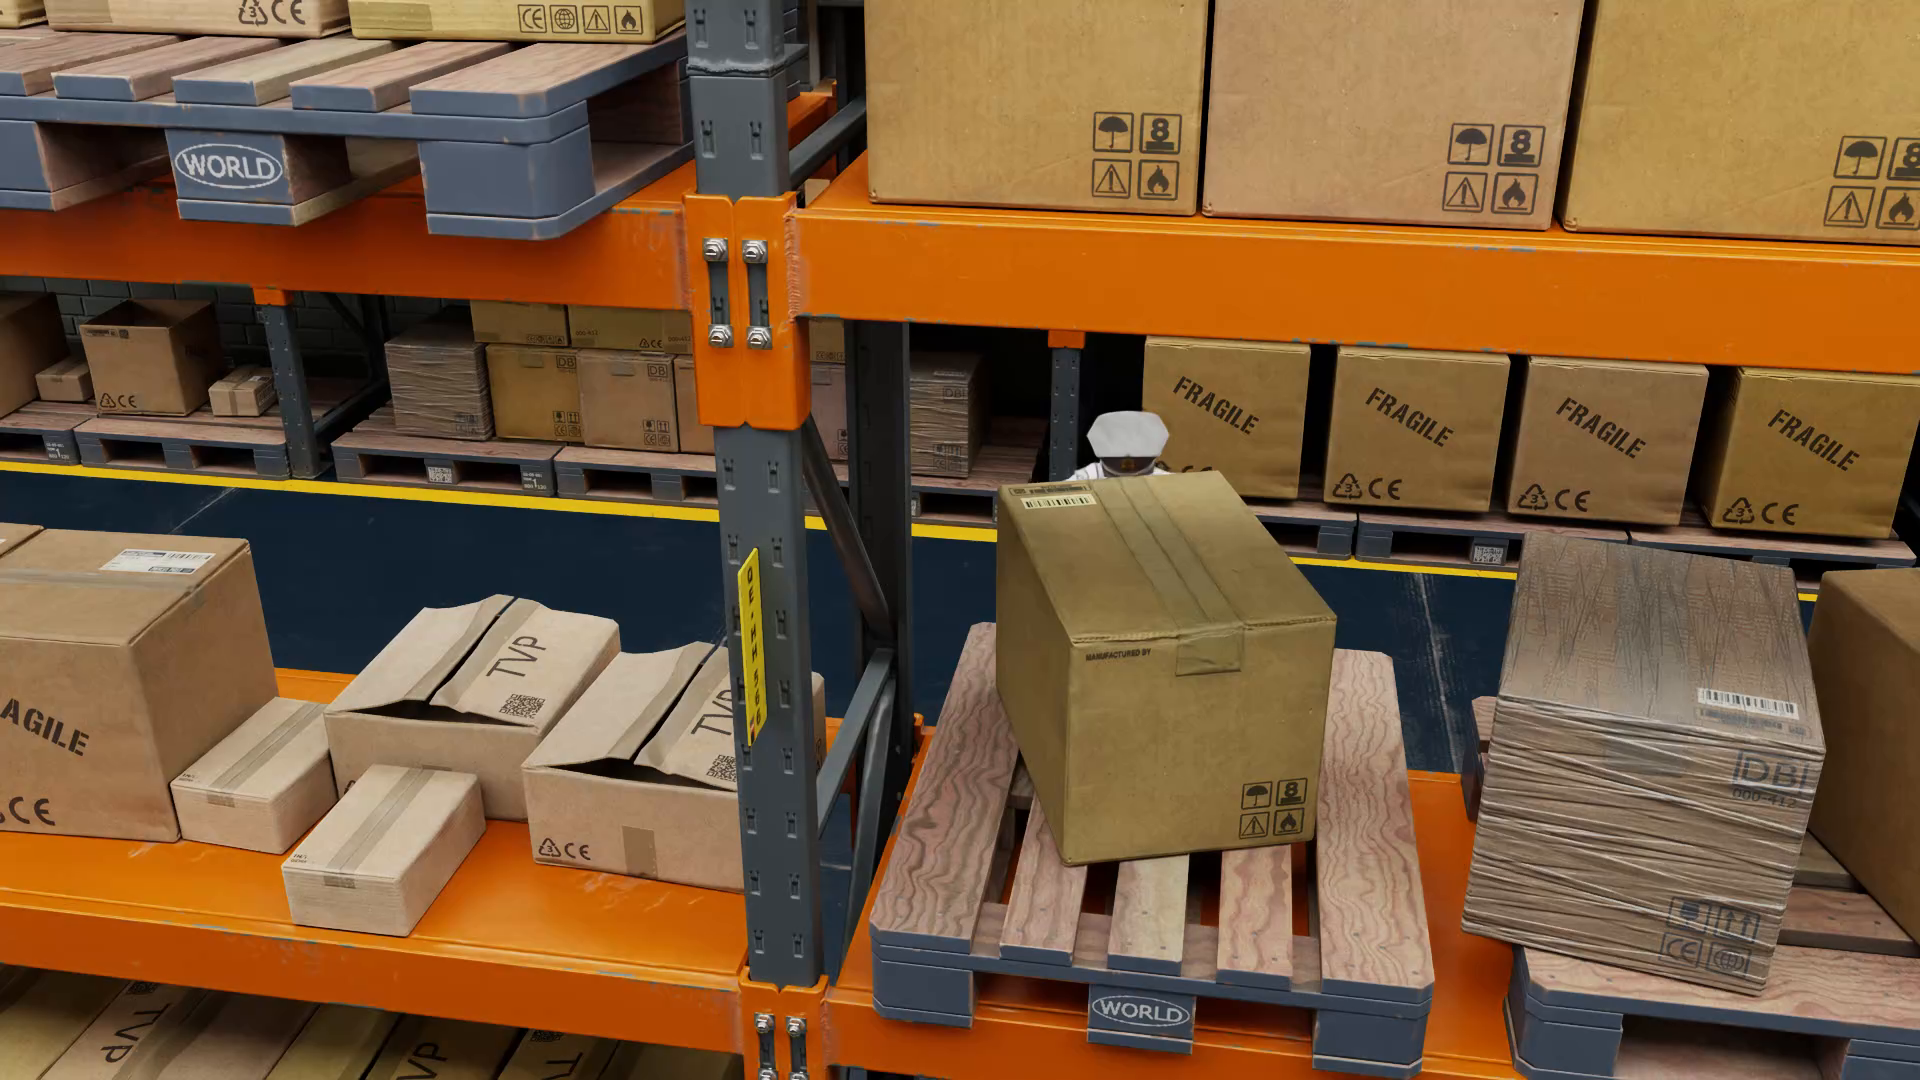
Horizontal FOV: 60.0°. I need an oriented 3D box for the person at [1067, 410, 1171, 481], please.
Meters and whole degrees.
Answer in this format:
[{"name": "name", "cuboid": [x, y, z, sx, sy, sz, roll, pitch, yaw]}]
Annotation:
[{"name": "person", "cuboid": [0.530, 0.330, 5.476, 0.461, 1.615, 0.460, 5, 25, 10]}]
